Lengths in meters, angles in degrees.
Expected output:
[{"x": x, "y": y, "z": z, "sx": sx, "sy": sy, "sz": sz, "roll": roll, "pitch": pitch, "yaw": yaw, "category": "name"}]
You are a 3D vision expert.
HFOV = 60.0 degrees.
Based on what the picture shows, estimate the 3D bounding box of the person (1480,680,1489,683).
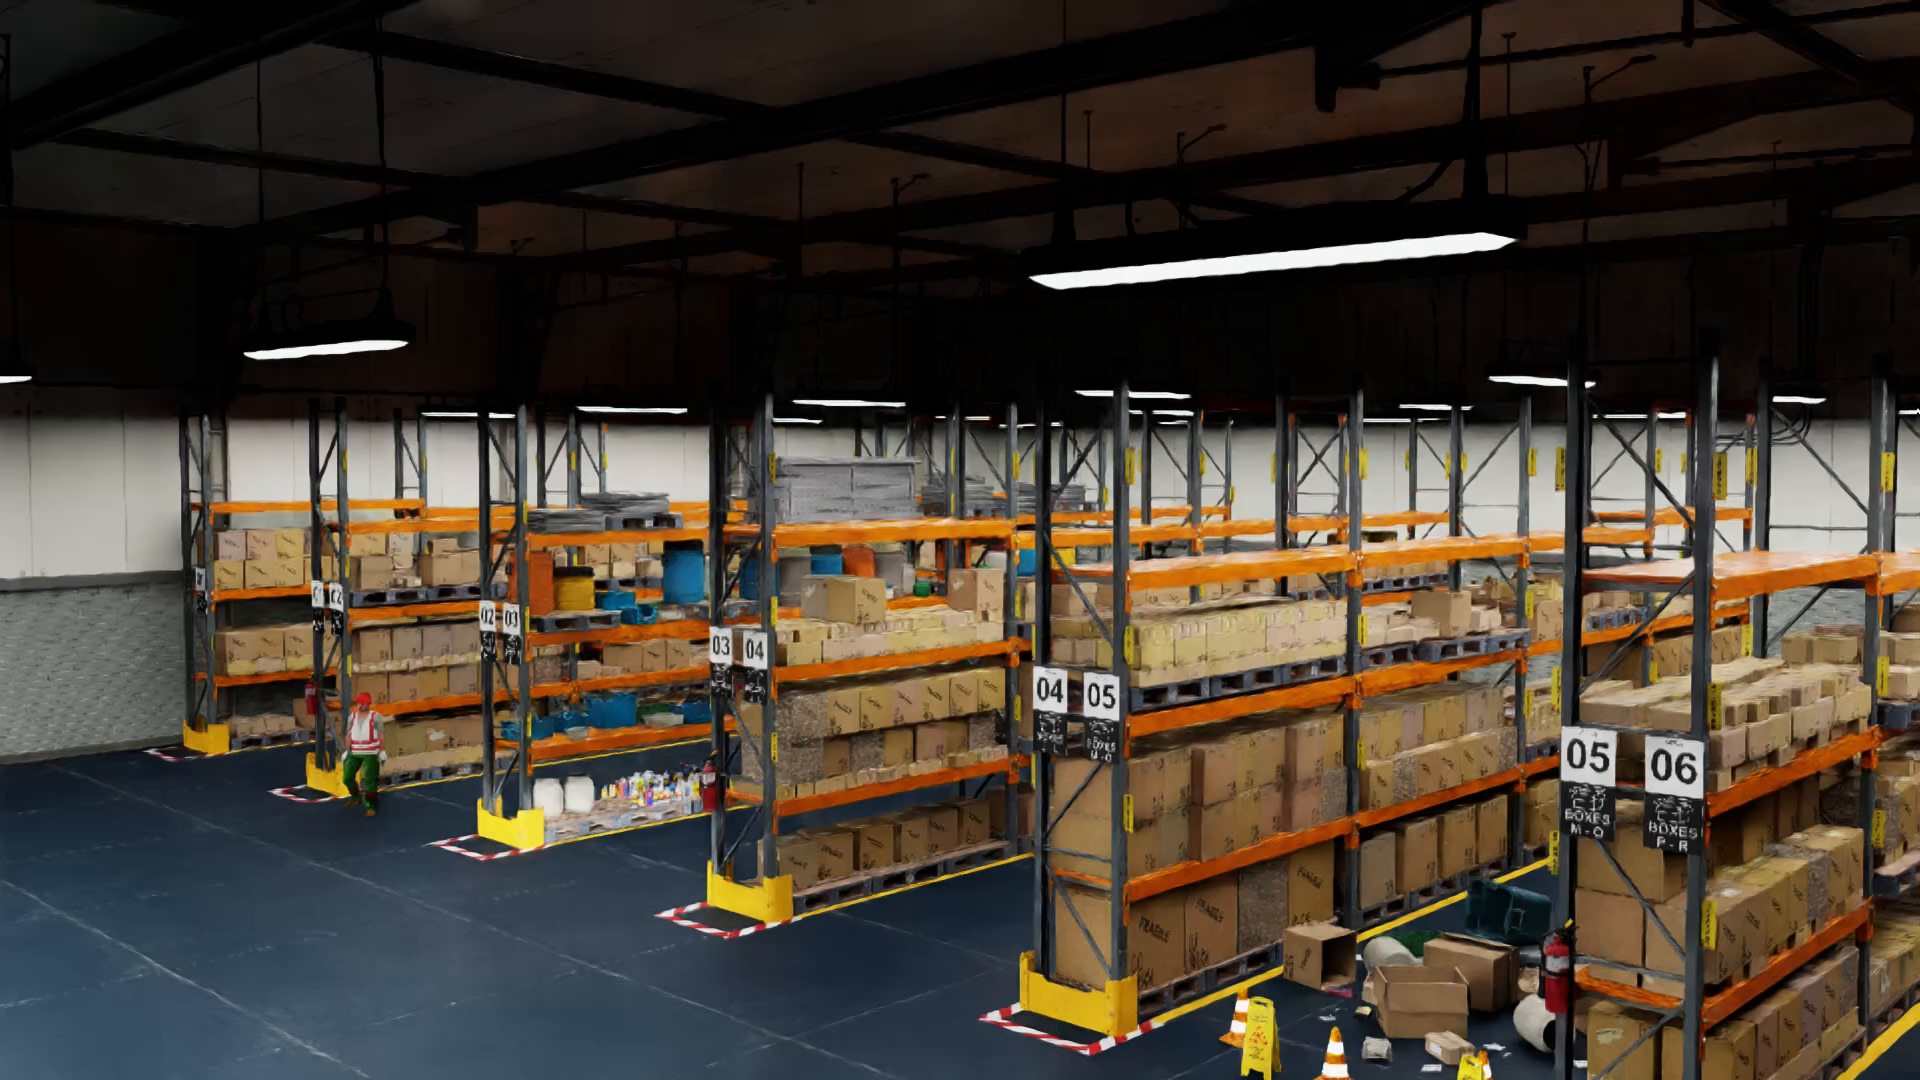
[{"x": 8.115, "y": 2.982, "z": 25.618, "sx": 0.682, "sy": 1.676, "sz": 0.535, "roll": 3, "pitch": 4, "yaw": 41, "category": "person"}]

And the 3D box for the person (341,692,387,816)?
[{"x": -8.510, "y": 3.025, "z": 23.641, "sx": 0.716, "sy": 1.777, "sz": 0.501, "roll": 0, "pitch": 3, "yaw": 5, "category": "person"}]
